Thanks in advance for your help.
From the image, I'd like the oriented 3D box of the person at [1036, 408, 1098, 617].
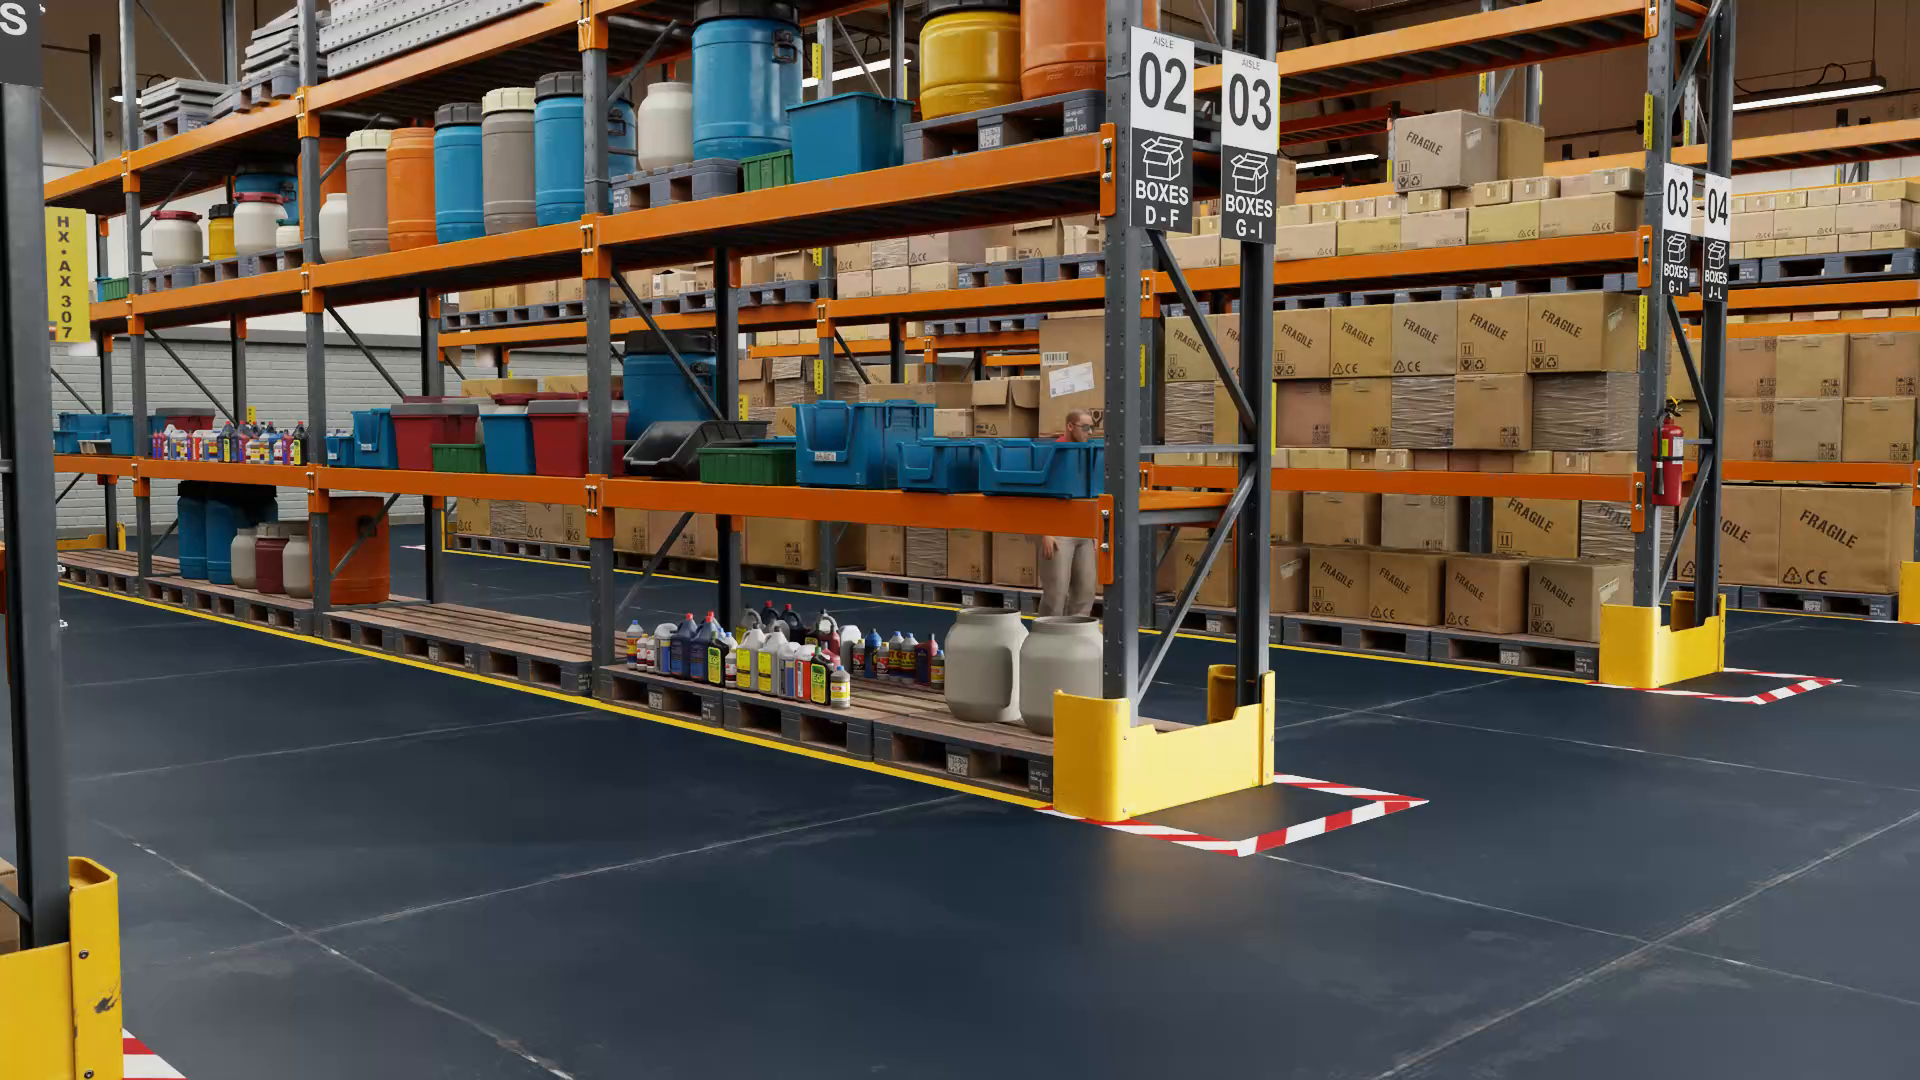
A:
[{"bbox_3d":[0.734,-0.024,11.237,0.394,1.726,0.599,4,5,42],"label":"person"}]
